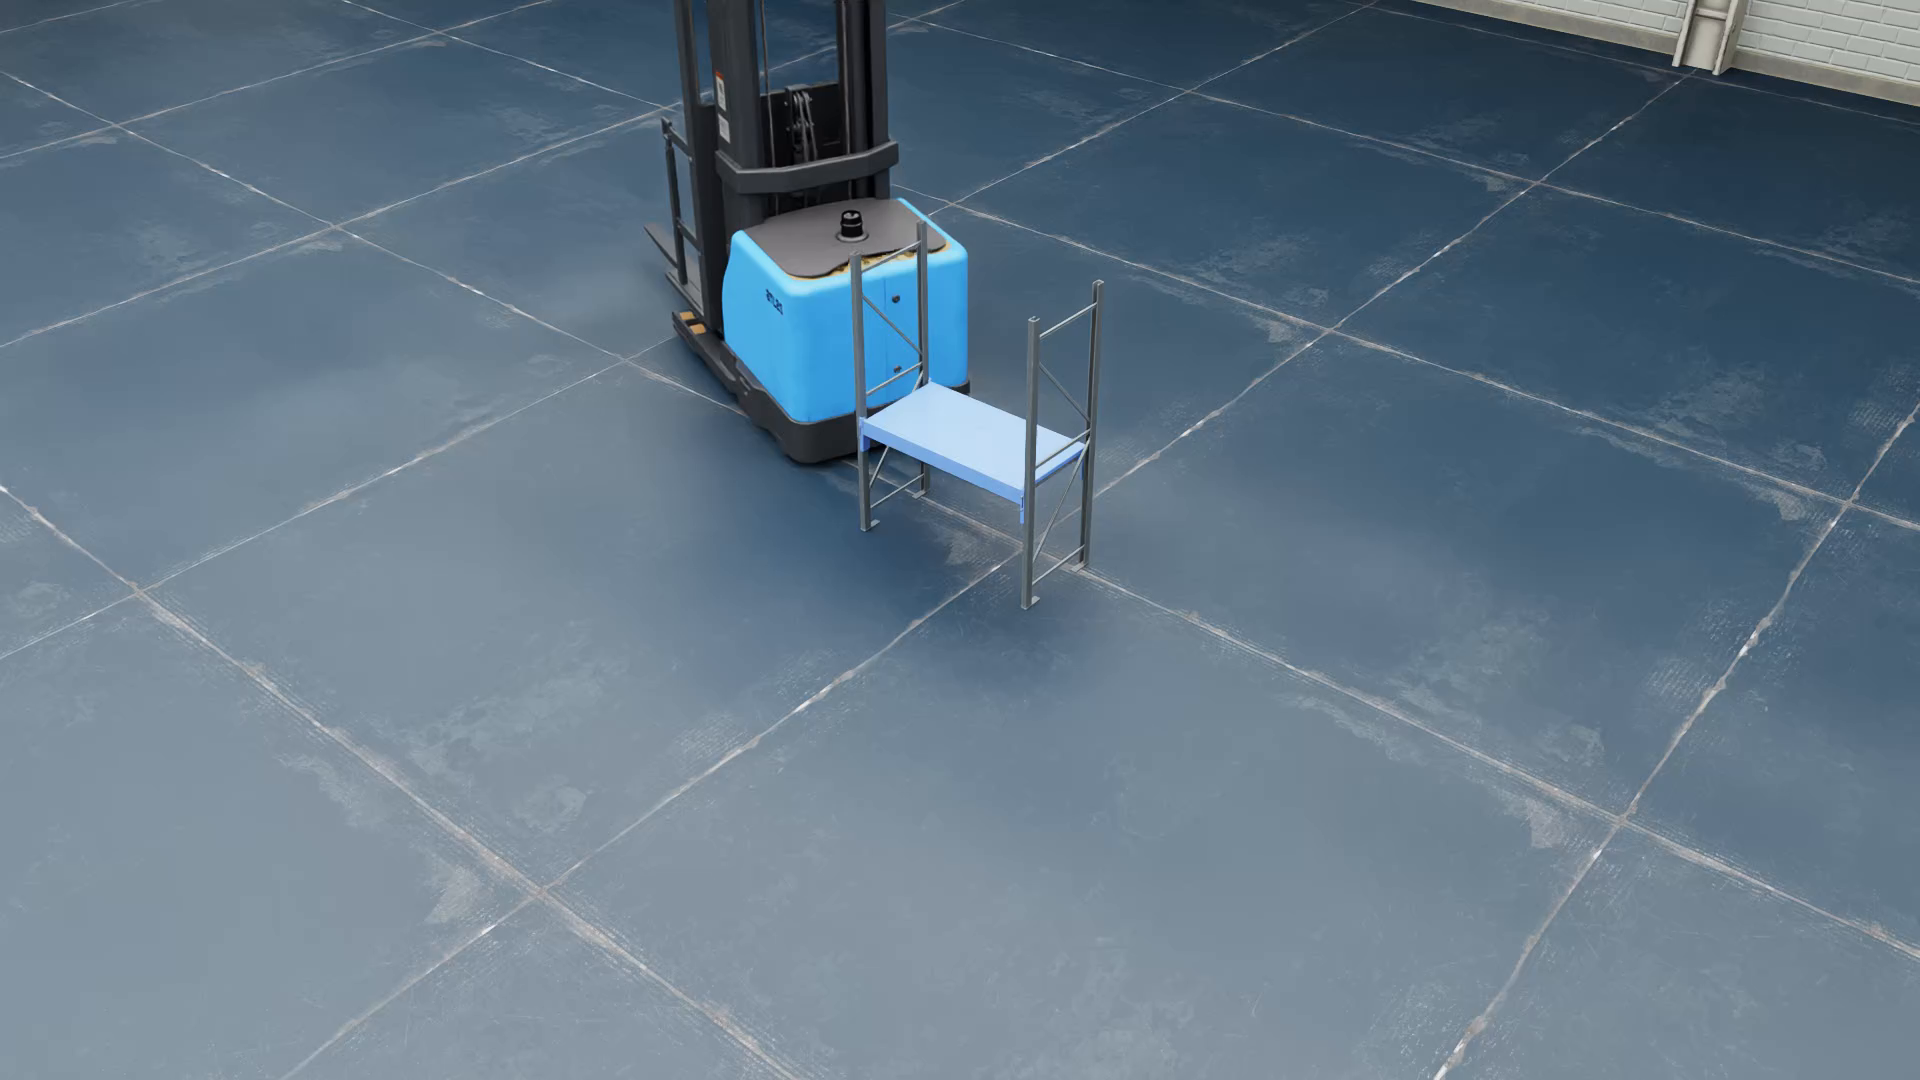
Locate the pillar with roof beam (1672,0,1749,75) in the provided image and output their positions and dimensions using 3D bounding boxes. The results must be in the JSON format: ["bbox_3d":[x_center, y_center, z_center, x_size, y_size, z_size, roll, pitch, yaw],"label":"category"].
[{"bbox_3d":[3.538,-5.862,8.836,0.400,9.000,9.100,25,42,32],"label":"pillar with roof beam"}]

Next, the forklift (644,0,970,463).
[{"bbox_3d":[-1.073,-2.427,9.195,1.130,2.935,3.031,-16,38,-22],"label":"forklift"}]

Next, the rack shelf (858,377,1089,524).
[{"bbox_3d":[0.066,-0.439,7.882,1.000,0.185,0.538,25,42,32],"label":"rack shelf"}]

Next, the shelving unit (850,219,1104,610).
[{"bbox_3d":[0.066,-0.587,7.780,1.048,1.500,0.538,25,42,32],"label":"shelving unit"}]

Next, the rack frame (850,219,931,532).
[{"bbox_3d":[-0.325,-0.771,8.049,0.032,1.500,0.500,25,42,32],"label":"rack frame"}]

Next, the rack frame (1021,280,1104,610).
[{"bbox_3d":[0.456,-0.403,7.512,0.032,1.500,0.500,25,42,32],"label":"rack frame"}]
